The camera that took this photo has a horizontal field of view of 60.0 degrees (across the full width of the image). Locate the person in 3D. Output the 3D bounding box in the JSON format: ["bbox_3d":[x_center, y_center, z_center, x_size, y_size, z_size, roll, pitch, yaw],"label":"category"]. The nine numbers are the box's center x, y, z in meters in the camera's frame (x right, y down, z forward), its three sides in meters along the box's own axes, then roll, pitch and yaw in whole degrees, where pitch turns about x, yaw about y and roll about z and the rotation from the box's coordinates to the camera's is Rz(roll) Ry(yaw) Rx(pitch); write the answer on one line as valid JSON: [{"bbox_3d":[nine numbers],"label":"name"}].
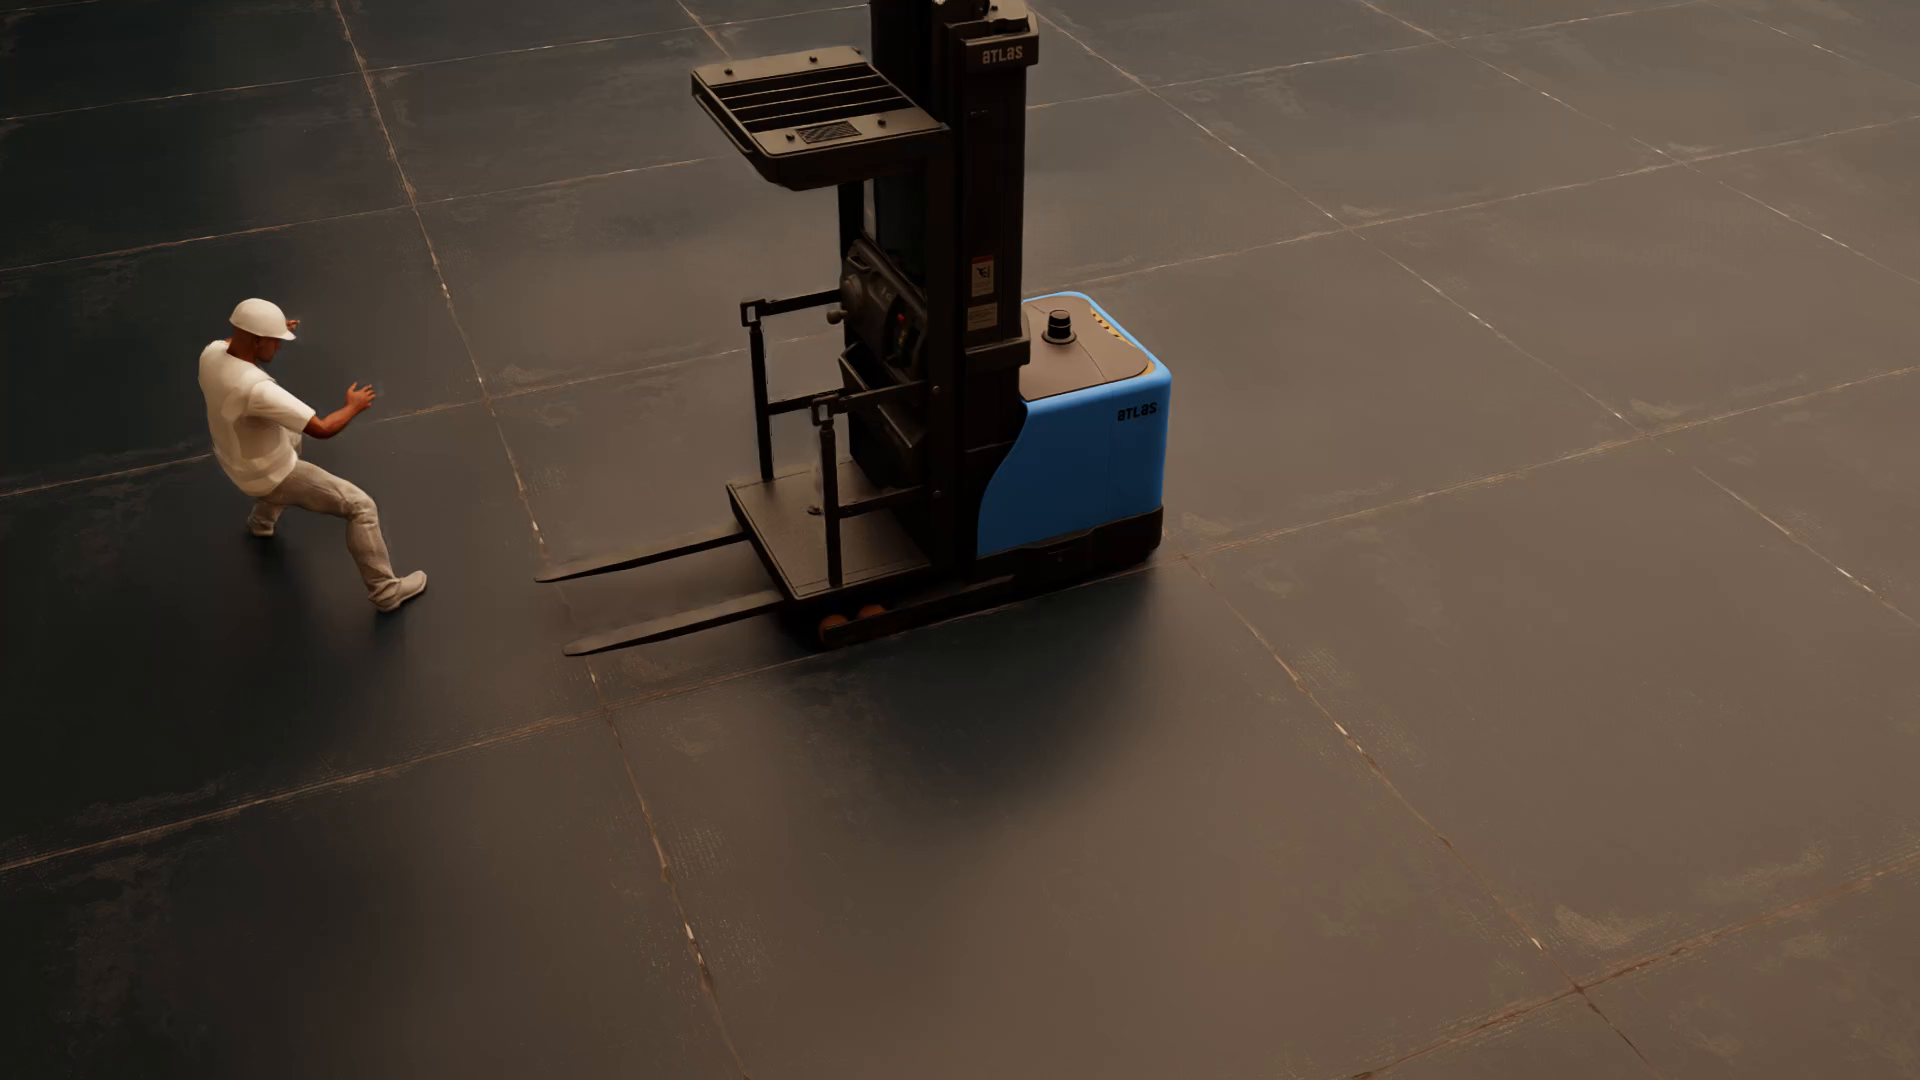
[{"bbox_3d":[-3.213,-0.501,8.015,0.710,1.532,1.181,-27,44,-33],"label":"person"}]

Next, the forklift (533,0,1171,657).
[{"bbox_3d":[-0.538,-1.024,7.539,3.031,2.935,1.130,-15,38,-19],"label":"forklift"}]
